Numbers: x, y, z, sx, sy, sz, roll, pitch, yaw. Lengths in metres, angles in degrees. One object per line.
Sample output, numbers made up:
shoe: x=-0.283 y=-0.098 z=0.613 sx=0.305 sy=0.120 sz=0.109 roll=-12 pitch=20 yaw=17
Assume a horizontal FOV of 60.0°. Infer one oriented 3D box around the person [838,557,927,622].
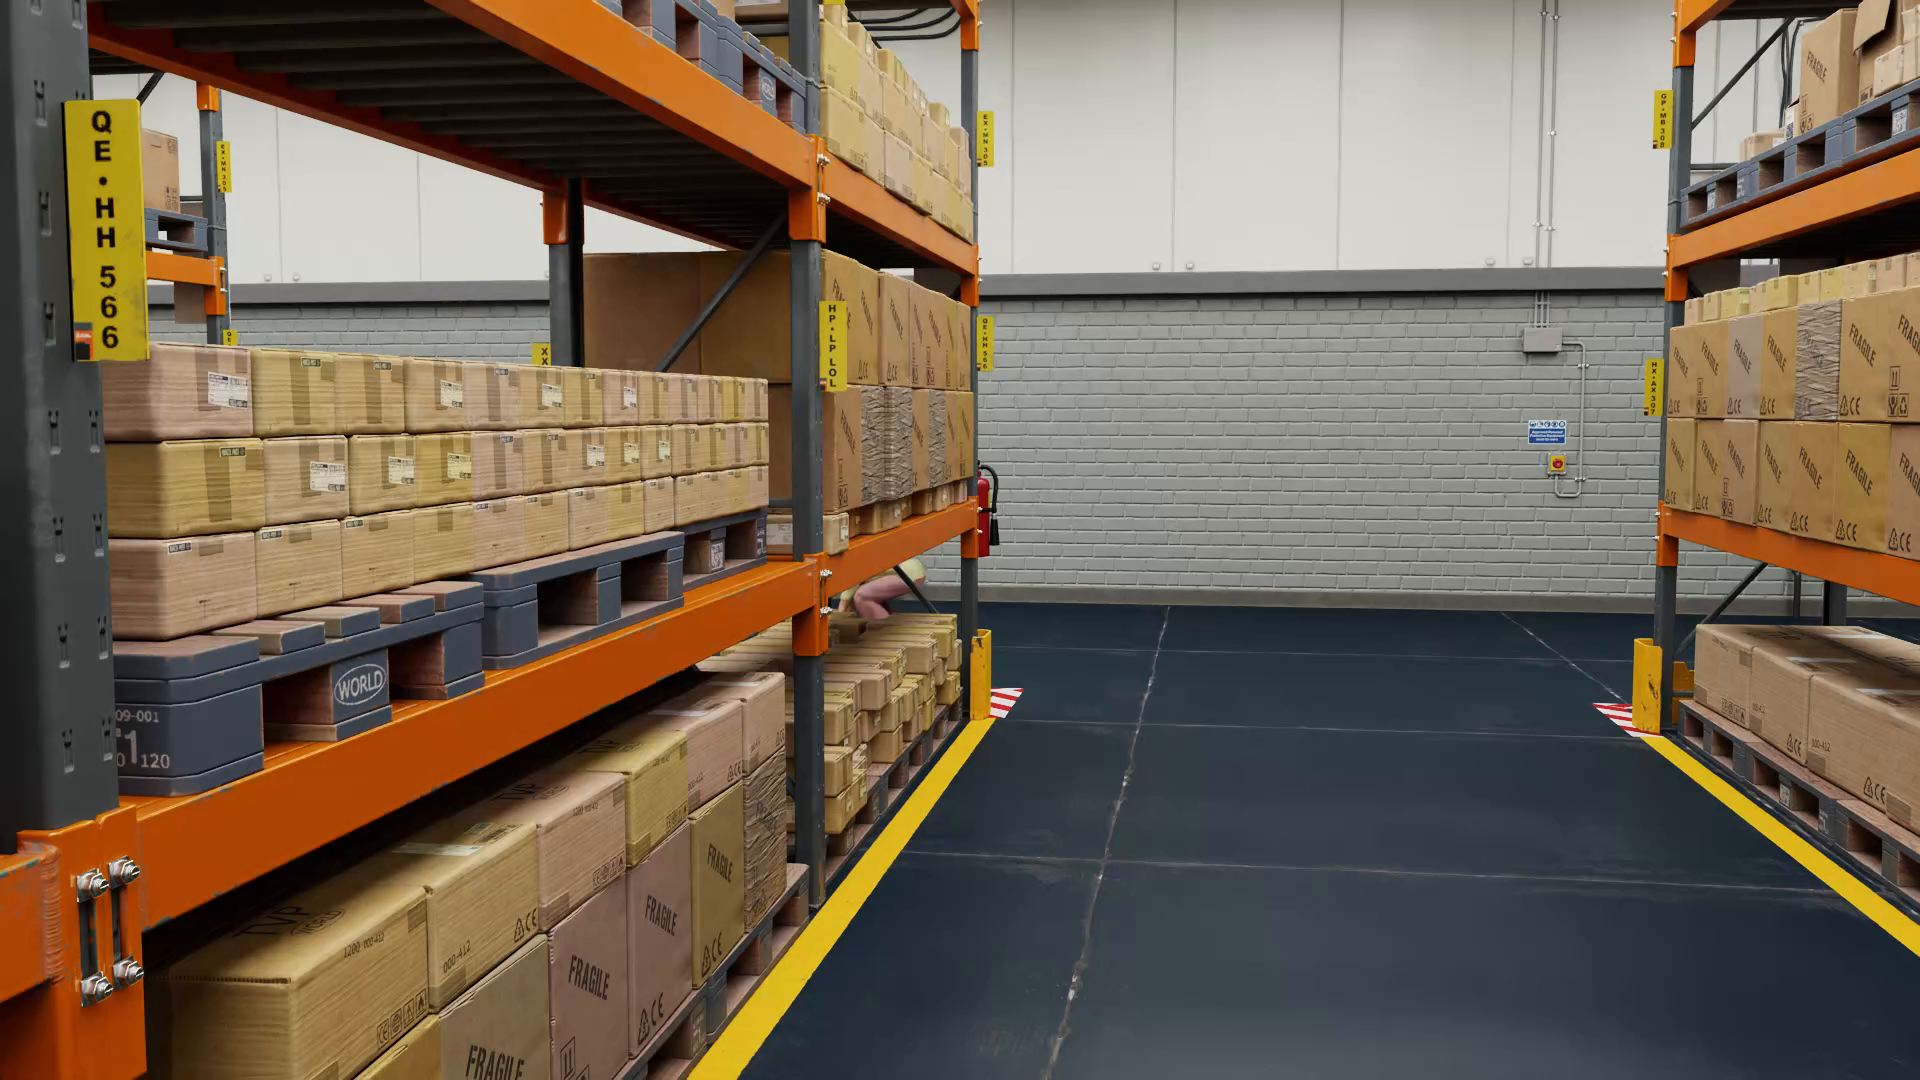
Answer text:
person: x=-0.702 y=0.461 z=13.119 sx=0.867 sy=0.745 sz=0.463 roll=1 pitch=5 yaw=7
